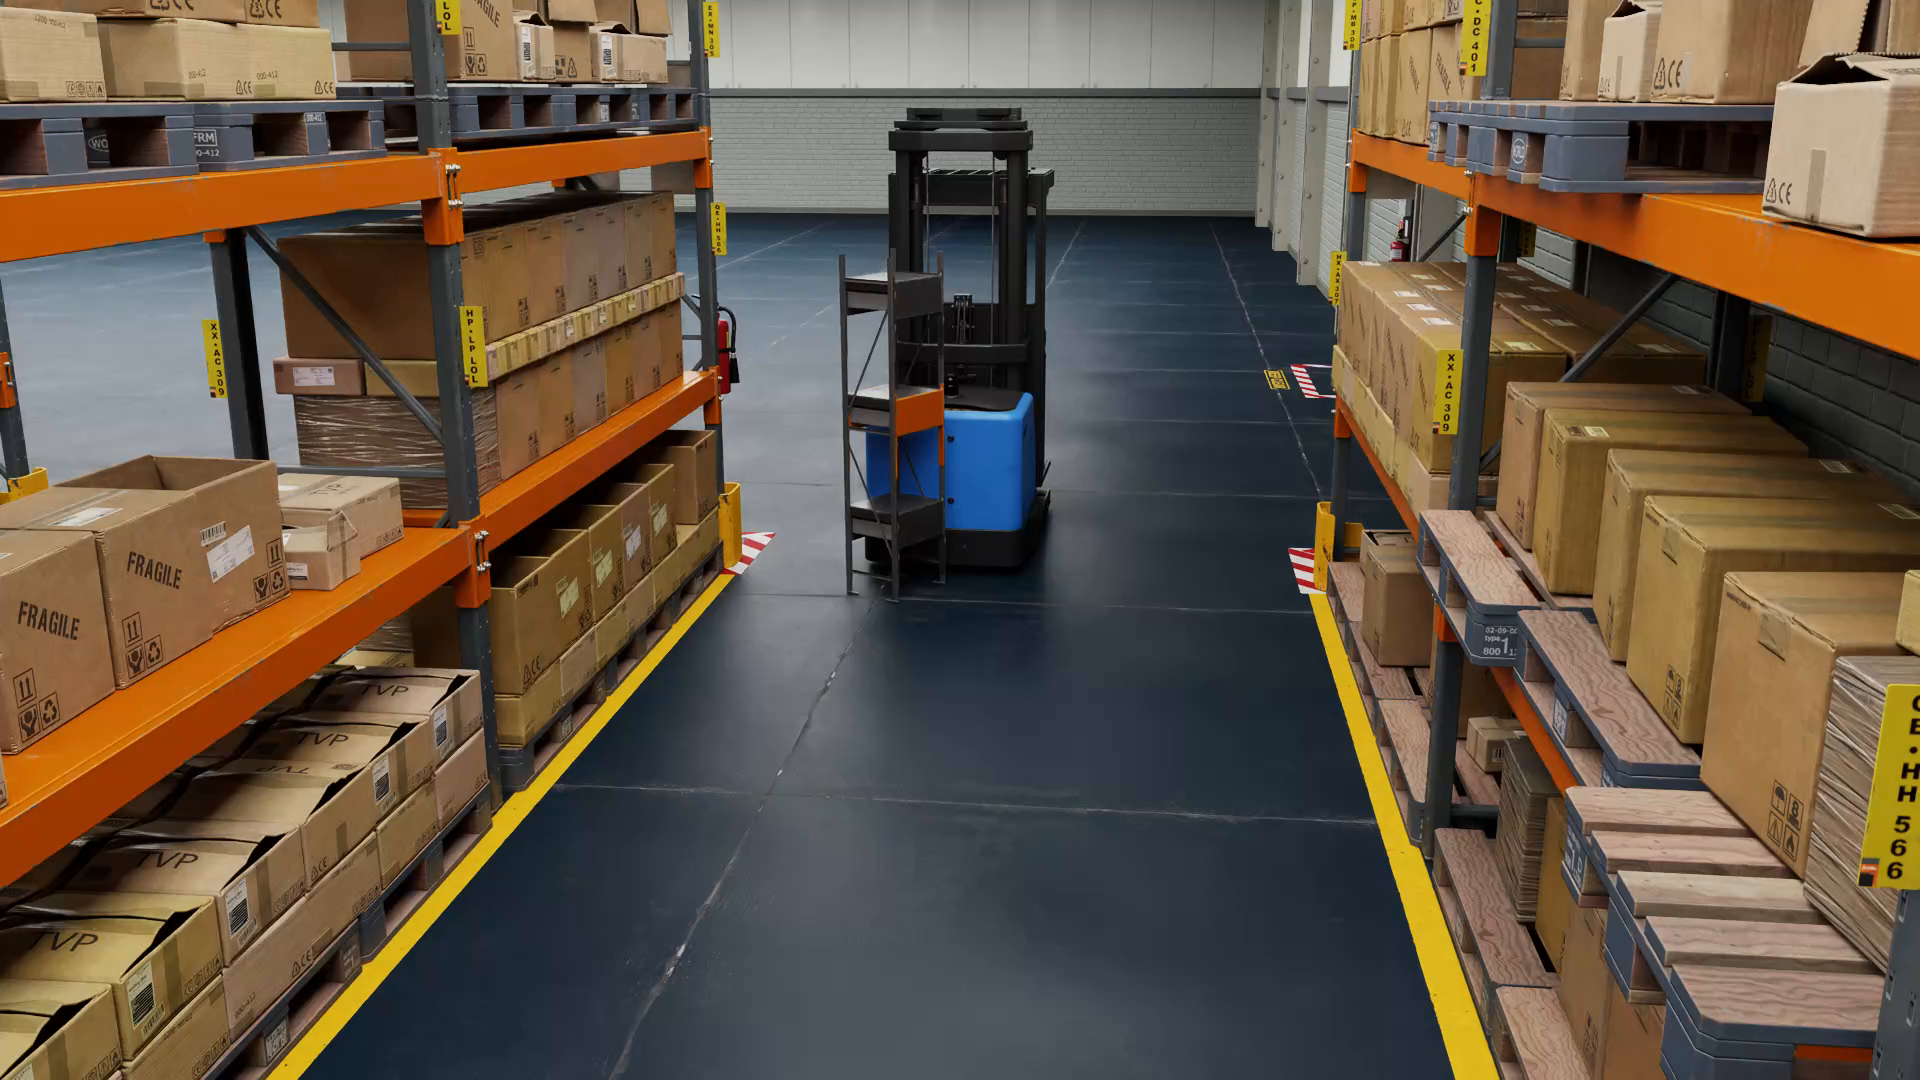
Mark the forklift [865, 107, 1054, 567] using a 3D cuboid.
[{"bbox_3d":[0.084,-1.578,11.883,1.130,2.935,3.031,2,15,7],"label":"forklift"}]

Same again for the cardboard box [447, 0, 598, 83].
[{"bbox_3d":[-2.207,-2.469,8.030,0.797,0.503,0.637,3,16,12],"label":"cardboard box"}]

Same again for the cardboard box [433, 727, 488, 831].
[{"bbox_3d":[-2.277,0.963,6.817,0.500,0.250,0.500,2,15,6],"label":"cardboard box"}]

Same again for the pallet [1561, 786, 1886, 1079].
[{"bbox_3d":[1.928,0.809,3.290,1.213,0.211,1.003,2,15,6],"label":"pallet"}]

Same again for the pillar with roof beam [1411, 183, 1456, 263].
[{"bbox_3d":[0.036,-5.542,14.918,9.100,9.000,0.400,2,15,6],"label":"pillar with roof beam"}]

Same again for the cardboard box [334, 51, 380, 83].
[{"bbox_3d":[-2.654,-2.196,7.697,0.380,0.149,0.250,2,15,6],"label":"cardboard box"}]

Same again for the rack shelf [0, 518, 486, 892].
[{"bbox_3d":[-2.744,0.588,5.118,1.077,0.370,4.000,2,15,6],"label":"rack shelf"}]

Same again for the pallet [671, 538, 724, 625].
[{"bbox_3d":[-2.111,0.231,10.405,1.003,0.211,1.213,2,15,6],"label":"pallet"}]

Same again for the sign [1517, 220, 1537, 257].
[{"bbox_3d":[3.405,-1.860,9.971,0.100,0.325,0.005,2,15,6],"label":"sign"}]

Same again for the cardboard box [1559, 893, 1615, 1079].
[{"bbox_3d":[2.232,1.320,4.981,0.700,0.500,0.500,2,15,7],"label":"cardboard box"}]

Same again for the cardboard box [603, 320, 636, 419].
[{"bbox_3d":[-2.248,-0.978,9.340,0.700,0.500,0.500,2,15,7],"label":"cardboard box"}]

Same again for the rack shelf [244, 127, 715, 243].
[{"bbox_3d":[-2.292,-1.897,8.563,1.077,0.370,4.000,2,15,6],"label":"rack shelf"}]

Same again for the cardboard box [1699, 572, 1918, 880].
[{"bbox_3d":[2.032,0.376,3.490,0.700,0.500,0.500,0,15,1],"label":"cardboard box"}]

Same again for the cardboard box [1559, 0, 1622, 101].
[{"bbox_3d":[2.263,-1.692,5.431,0.500,0.500,0.500,4,16,14],"label":"cardboard box"}]

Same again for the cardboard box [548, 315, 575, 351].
[{"bbox_3d":[-2.154,-1.037,8.318,0.380,0.149,0.250,1,15,5],"label":"cardboard box"}]

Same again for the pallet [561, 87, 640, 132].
[{"bbox_3d":[-2.307,-2.220,8.550,1.003,0.211,1.213,2,15,6],"label":"pallet"}]

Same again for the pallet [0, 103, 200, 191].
[{"bbox_3d":[-2.858,-1.066,4.472,1.003,0.211,1.213,2,15,9],"label":"pallet"}]

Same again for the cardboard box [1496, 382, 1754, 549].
[{"bbox_3d":[2.313,-0.262,5.851,0.700,0.500,0.500,2,15,6],"label":"cardboard box"}]

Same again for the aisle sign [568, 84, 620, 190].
[{"bbox_3d":[-2.364,-2.596,10.536,0.394,0.787,0.004,2,15,6],"label":"aisle sign"}]

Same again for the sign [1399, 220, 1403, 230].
[{"bbox_3d":[4.795,-3.317,18.113,0.001,0.329,0.234,2,15,6],"label":"sign"}]

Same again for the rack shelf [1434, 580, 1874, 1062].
[{"bbox_3d":[2.179,0.733,4.582,1.077,0.370,4.000,2,15,6],"label":"rack shelf"}]

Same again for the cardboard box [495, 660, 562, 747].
[{"bbox_3d":[-2.164,0.736,7.658,0.500,0.250,0.500,2,15,6],"label":"cardboard box"}]

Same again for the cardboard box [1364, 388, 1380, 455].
[{"bbox_3d":[2.318,-0.592,8.354,0.500,0.250,0.500,2,15,7],"label":"cardboard box"}]

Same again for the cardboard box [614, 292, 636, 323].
[{"bbox_3d":[-2.037,-1.304,9.304,0.380,0.149,0.250,2,15,8],"label":"cardboard box"}]

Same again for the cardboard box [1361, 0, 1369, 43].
[{"bbox_3d":[2.571,-3.066,9.362,0.500,0.500,0.500,1,15,2],"label":"cardboard box"}]

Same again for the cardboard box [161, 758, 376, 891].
[{"bbox_3d":[-2.390,0.954,5.775,0.500,0.311,0.500,2,15,6],"label":"cardboard box"}]

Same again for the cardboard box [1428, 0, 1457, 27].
[{"bbox_3d":[2.243,-2.402,6.908,0.500,0.500,0.500,3,15,9],"label":"cardboard box"}]

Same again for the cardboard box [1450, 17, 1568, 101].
[{"bbox_3d":[2.216,-1.777,6.513,0.500,0.500,0.500,2,15,8],"label":"cardboard box"}]

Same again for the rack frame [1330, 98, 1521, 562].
[{"bbox_3d":[2.856,-1.170,10.243,1.000,3.000,0.127,2,15,6],"label":"rack frame"}]

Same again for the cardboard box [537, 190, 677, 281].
[{"bbox_3d":[-2.138,-1.855,10.099,0.700,0.500,0.500,2,15,6],"label":"cardboard box"}]

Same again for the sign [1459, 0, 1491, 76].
[{"bbox_3d":[1.864,-1.844,5.999,0.100,0.325,0.005,2,15,6],"label":"sign"}]

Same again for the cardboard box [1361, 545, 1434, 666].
[{"bbox_3d":[2.492,0.338,8.613,0.700,0.500,0.500,1,15,3],"label":"cardboard box"}]

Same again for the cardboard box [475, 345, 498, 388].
[{"bbox_3d":[-2.267,-0.768,7.322,0.380,0.149,0.250,2,15,7],"label":"cardboard box"}]

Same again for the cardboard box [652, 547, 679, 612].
[{"bbox_3d":[-1.933,0.217,9.576,0.500,0.250,0.500,2,15,6],"label":"cardboard box"}]

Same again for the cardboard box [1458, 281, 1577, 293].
[{"bbox_3d":[2.893,-1.076,8.709,0.500,0.500,0.500,1,15,5],"label":"cardboard box"}]

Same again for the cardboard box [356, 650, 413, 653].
[{"bbox_3d":[-2.617,0.591,8.193,0.500,0.250,0.500,2,15,6],"label":"cardboard box"}]

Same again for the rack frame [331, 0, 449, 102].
[{"bbox_3d":[-2.518,-3.174,6.159,1.000,3.000,0.127,2,15,6],"label":"rack frame"}]

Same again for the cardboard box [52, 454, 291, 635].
[{"bbox_3d":[-2.680,0.009,5.689,0.500,0.500,0.500,3,15,10],"label":"cardboard box"}]

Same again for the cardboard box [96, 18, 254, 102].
[{"bbox_3d":[-2.656,-1.554,5.398,0.500,0.250,0.500,0,15,1],"label":"cardboard box"}]

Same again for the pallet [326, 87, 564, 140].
[{"bbox_3d":[-2.448,-1.905,7.383,1.003,0.211,1.213,2,15,6],"label":"pallet"}]

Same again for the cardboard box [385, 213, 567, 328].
[{"bbox_3d":[-2.361,-1.328,8.151,0.700,0.500,0.500,2,15,6],"label":"cardboard box"}]

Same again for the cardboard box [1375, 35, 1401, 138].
[{"bbox_3d":[2.419,-2.324,8.532,0.500,0.500,0.500,2,15,9],"label":"cardboard box"}]

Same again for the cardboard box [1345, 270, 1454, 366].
[{"bbox_3d":[2.438,-1.226,9.264,0.500,0.500,0.500,2,15,6],"label":"cardboard box"}]

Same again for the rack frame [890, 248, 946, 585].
[{"bbox_3d":[-0.262,-0.759,10.438,0.400,2.100,0.015,10,18,35],"label":"rack frame"}]

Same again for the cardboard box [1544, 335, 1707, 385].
[{"bbox_3d":[2.665,-0.548,6.753,0.500,0.500,0.500,1,15,5],"label":"cardboard box"}]

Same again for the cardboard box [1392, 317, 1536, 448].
[{"bbox_3d":[2.201,-0.693,7.292,0.500,0.500,0.500,2,15,6],"label":"cardboard box"}]

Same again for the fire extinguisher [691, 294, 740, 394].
[{"bbox_3d":[-1.592,-1.295,10.852,0.296,0.674,0.183,2,15,6],"label":"fire extinguisher"}]

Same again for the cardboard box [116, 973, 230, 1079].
[{"bbox_3d":[-2.510,1.492,4.861,0.500,0.250,0.500,1,15,5],"label":"cardboard box"}]

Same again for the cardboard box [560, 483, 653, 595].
[{"bbox_3d":[-1.987,-0.015,8.998,0.500,0.500,0.500,2,15,6],"label":"cardboard box"}]

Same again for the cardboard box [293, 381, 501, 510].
[{"bbox_3d":[-2.474,-0.441,7.355,0.700,0.500,0.500,1,15,5],"label":"cardboard box"}]

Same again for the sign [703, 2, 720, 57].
[{"bbox_3d":[-1.529,-3.133,10.210,0.100,0.325,0.005,2,15,6],"label":"sign"}]

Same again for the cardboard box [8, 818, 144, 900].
[{"bbox_3d":[-2.984,1.075,5.329,0.500,0.311,0.500,2,15,8],"label":"cardboard box"}]

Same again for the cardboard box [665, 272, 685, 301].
[{"bbox_3d":[-1.920,-1.572,10.294,0.380,0.149,0.250,1,15,5],"label":"cardboard box"}]

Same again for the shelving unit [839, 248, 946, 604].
[{"bbox_3d":[-0.406,-0.707,10.248,0.431,2.100,0.503,10,18,35],"label":"shelving unit"}]
